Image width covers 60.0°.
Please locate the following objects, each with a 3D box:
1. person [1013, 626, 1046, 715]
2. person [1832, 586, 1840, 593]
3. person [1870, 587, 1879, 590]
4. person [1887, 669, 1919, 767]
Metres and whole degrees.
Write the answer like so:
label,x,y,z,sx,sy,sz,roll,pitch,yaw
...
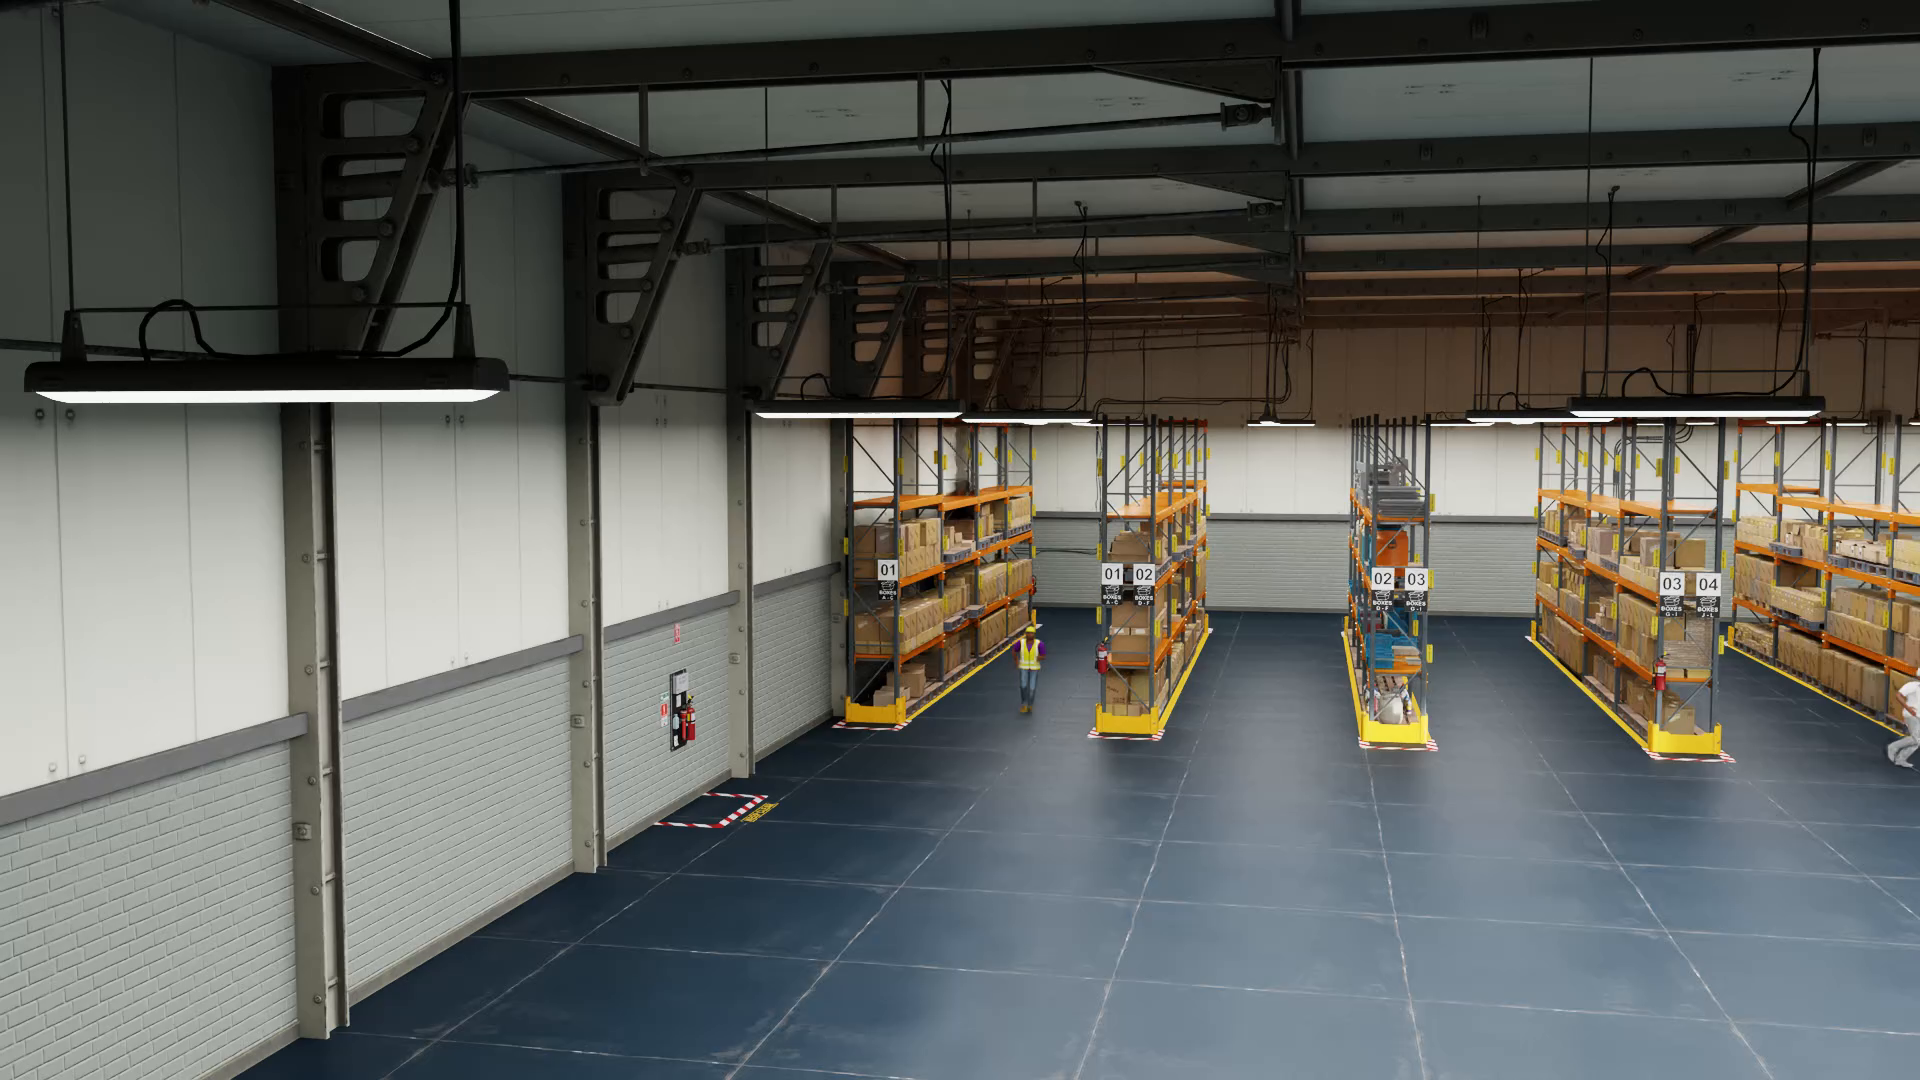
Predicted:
label,x,y,z,sx,sy,sz,roll,pitch,yaw
person,1.398,2.624,33.440,0.671,1.795,0.731,0,4,0
person,22.558,2.004,43.017,0.671,1.672,1.008,0,4,-6
person,24.667,1.997,44.496,0.811,1.529,0.583,1,4,15
person,16.242,2.998,28.264,0.739,1.676,0.586,-2,4,-24
